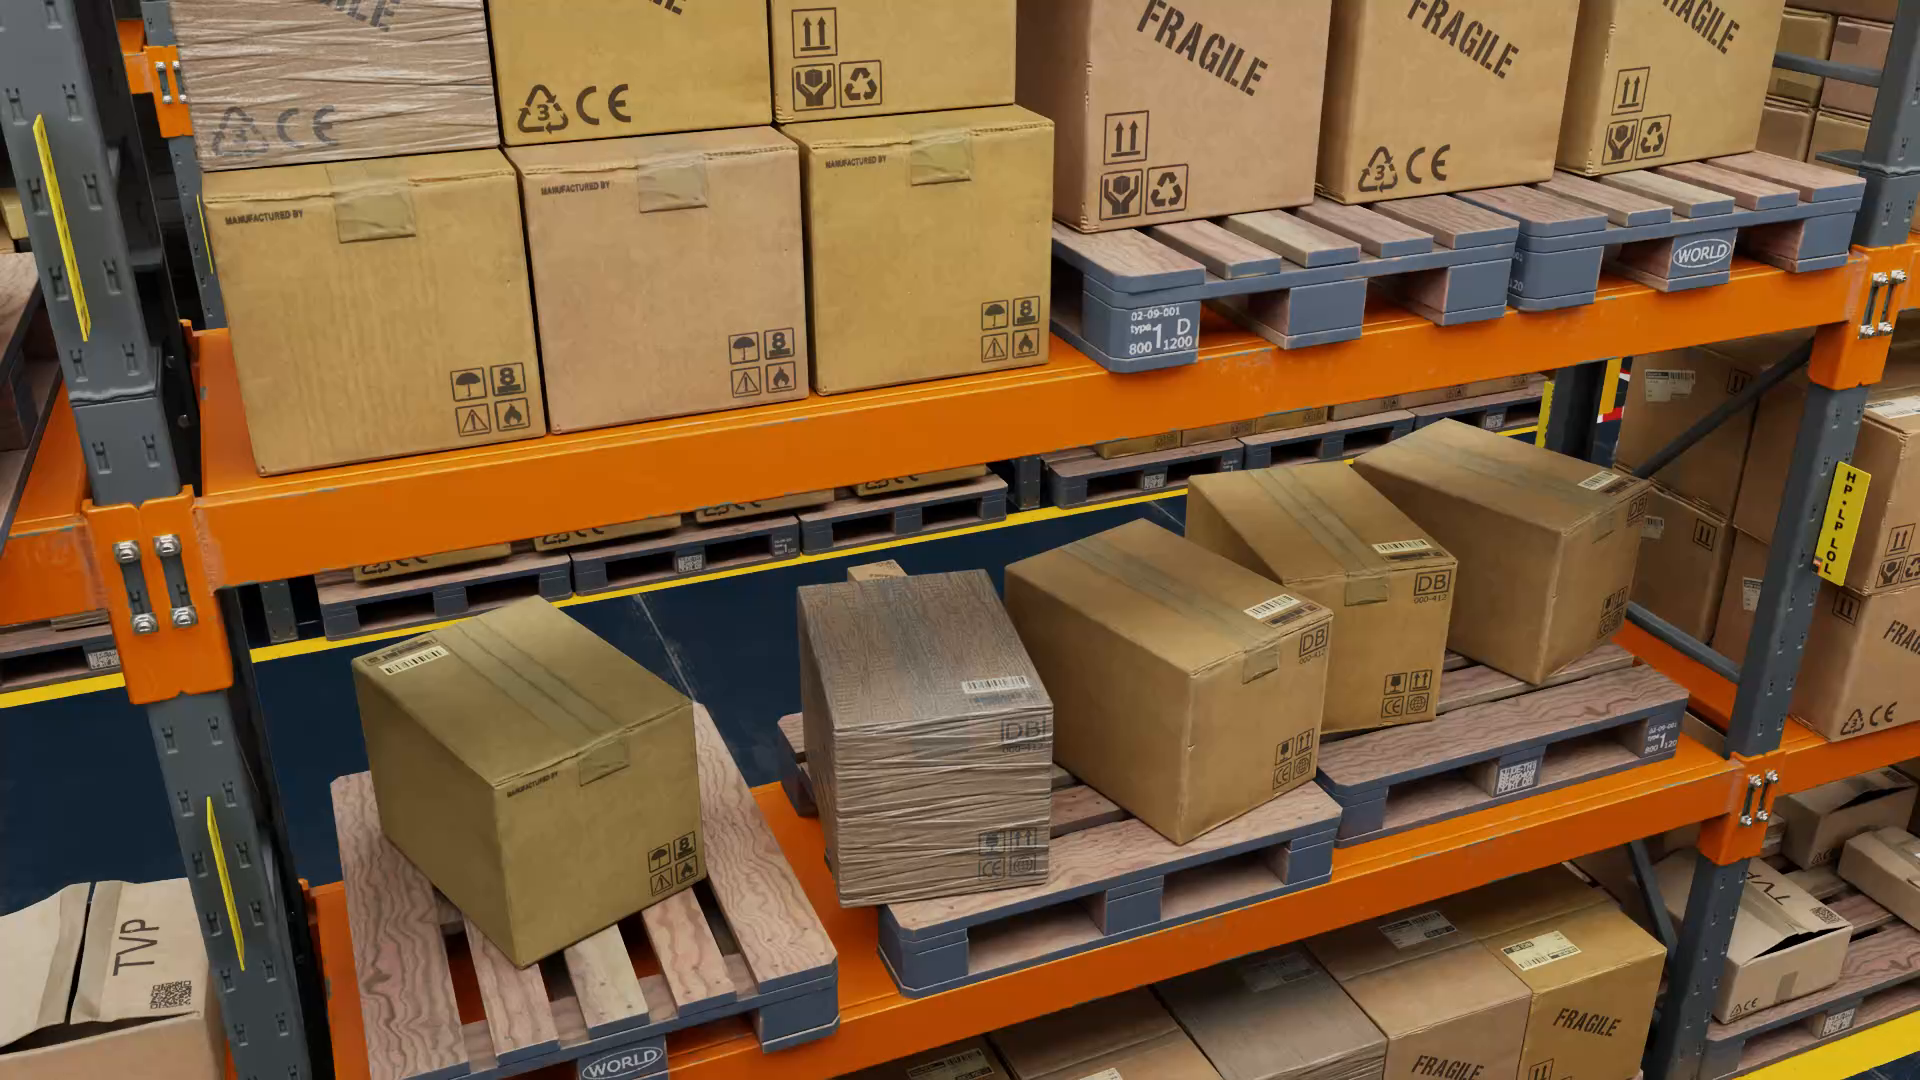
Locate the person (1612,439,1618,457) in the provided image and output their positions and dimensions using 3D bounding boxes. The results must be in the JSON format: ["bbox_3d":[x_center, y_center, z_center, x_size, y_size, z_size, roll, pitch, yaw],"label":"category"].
[{"bbox_3d":[4.319,-1.202,9.587,1.012,1.749,0.529,-13,29,-25],"label":"person"}]
